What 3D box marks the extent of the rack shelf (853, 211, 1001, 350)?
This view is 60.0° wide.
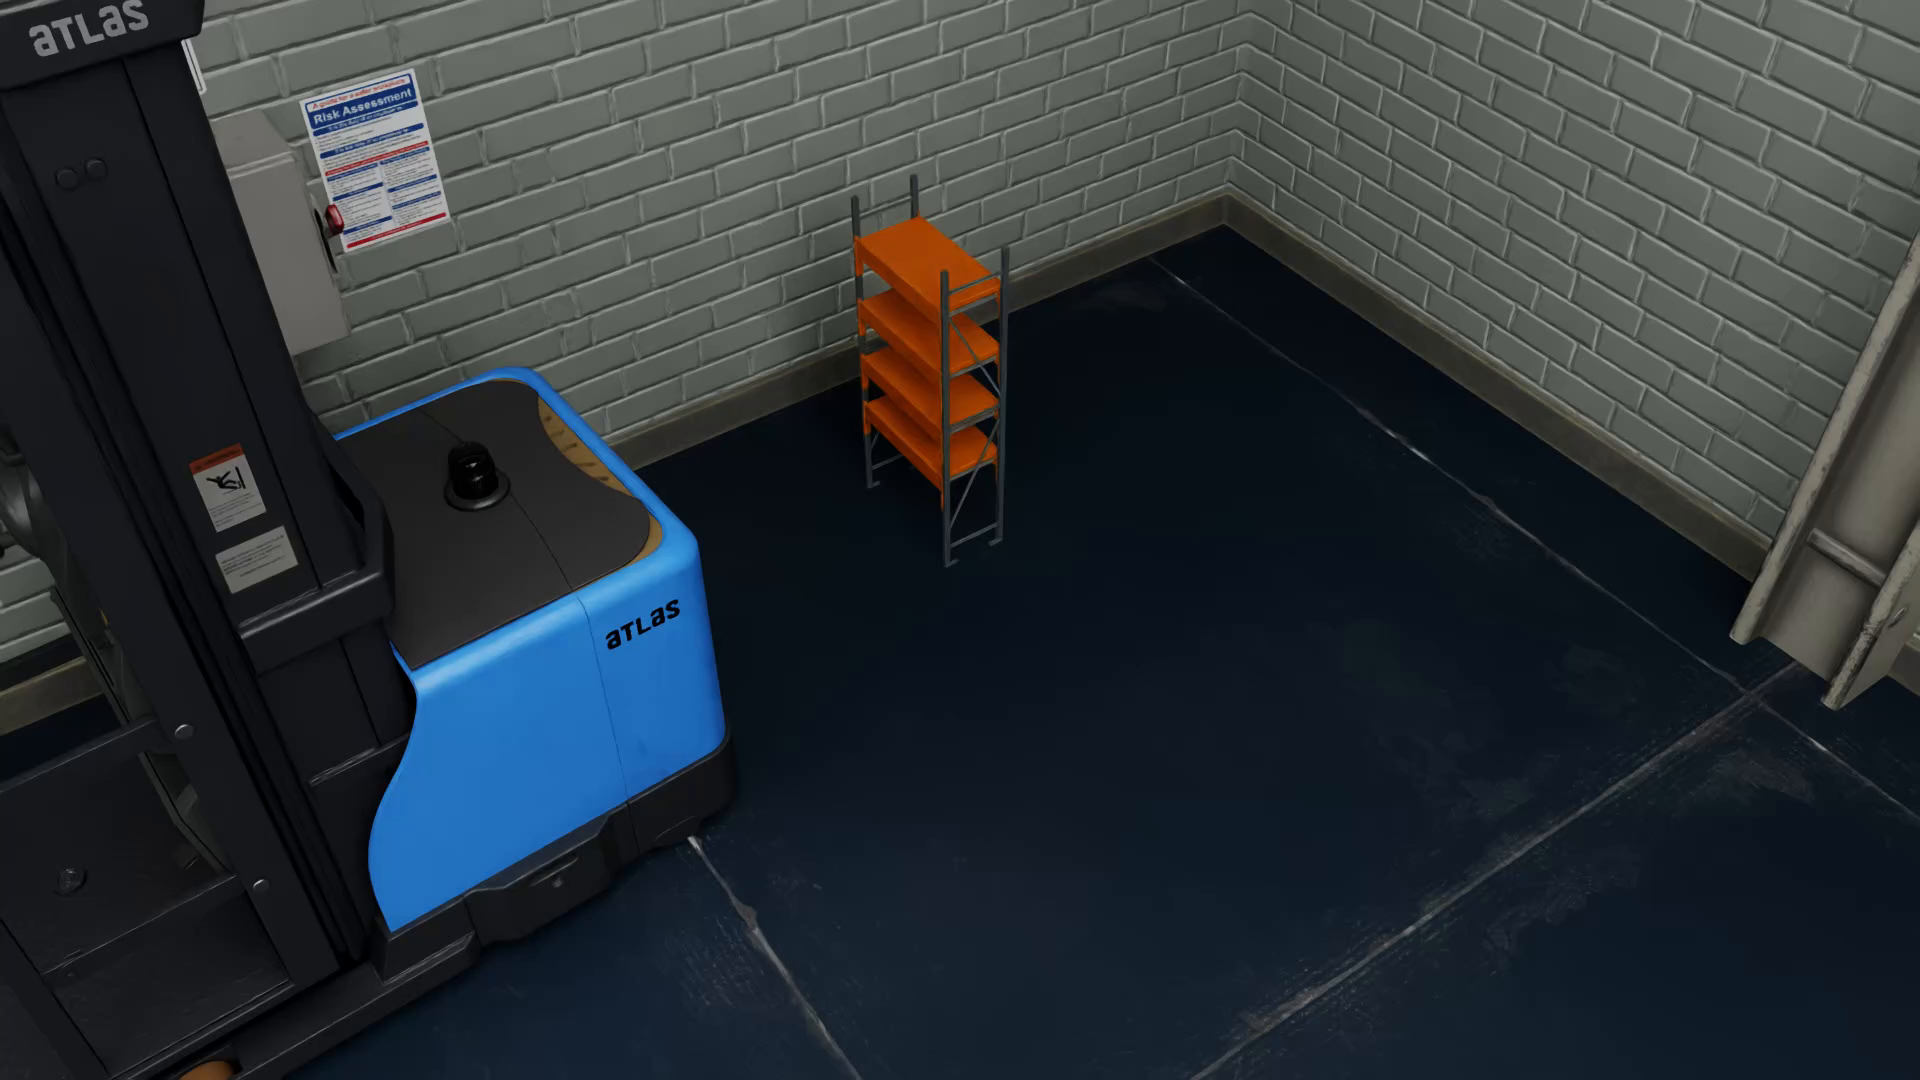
[{"bbox_3d":[-0.095,-0.812,5.163,0.258,0.148,0.480,-26,49,-24],"label":"rack shelf"}]

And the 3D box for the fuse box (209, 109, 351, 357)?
[{"bbox_3d":[-1.960,-0.342,4.869,0.539,1.711,0.414,-26,49,-24],"label":"fuse box"}]

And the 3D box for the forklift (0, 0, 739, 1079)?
[{"bbox_3d":[-2.125,0.083,3.541,3.031,2.935,1.130,-28,50,-26],"label":"forklift"}]

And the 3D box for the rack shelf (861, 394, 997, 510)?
[{"bbox_3d":[-0.095,-0.335,5.617,0.258,0.148,0.480,-26,49,-24],"label":"rack shelf"}]

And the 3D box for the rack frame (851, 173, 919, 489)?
[{"bbox_3d":[-0.234,-0.666,5.579,0.240,1.200,0.015,-26,49,-24],"label":"rack frame"}]

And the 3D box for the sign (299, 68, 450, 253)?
[{"bbox_3d":[-1.674,-1.086,4.784,0.329,0.494,0.001,-26,49,-24],"label":"sign"}]

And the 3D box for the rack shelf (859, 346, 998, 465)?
[{"bbox_3d":[-0.095,-0.479,5.480,0.258,0.148,0.480,-26,49,-24],"label":"rack shelf"}]

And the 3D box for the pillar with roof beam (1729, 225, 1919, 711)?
[{"bbox_3d":[-0.787,-1.192,0.482,9.100,9.000,0.400,-26,49,-24],"label":"pillar with roof beam"}]

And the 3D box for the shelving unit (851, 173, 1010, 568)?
[{"bbox_3d":[-0.095,-0.528,5.434,0.258,1.200,0.503,-26,49,-24],"label":"shelving unit"}]

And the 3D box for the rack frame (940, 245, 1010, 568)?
[{"bbox_3d":[0.045,-0.390,5.289,0.240,1.200,0.015,-26,49,-24],"label":"rack frame"}]

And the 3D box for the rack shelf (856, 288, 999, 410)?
[{"bbox_3d":[-0.095,-0.641,5.326,0.258,0.148,0.480,-26,49,-24],"label":"rack shelf"}]

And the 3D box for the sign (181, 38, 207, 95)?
[{"bbox_3d":[-2.124,-1.202,4.239,0.339,0.242,0.001,-26,49,-24],"label":"sign"}]
